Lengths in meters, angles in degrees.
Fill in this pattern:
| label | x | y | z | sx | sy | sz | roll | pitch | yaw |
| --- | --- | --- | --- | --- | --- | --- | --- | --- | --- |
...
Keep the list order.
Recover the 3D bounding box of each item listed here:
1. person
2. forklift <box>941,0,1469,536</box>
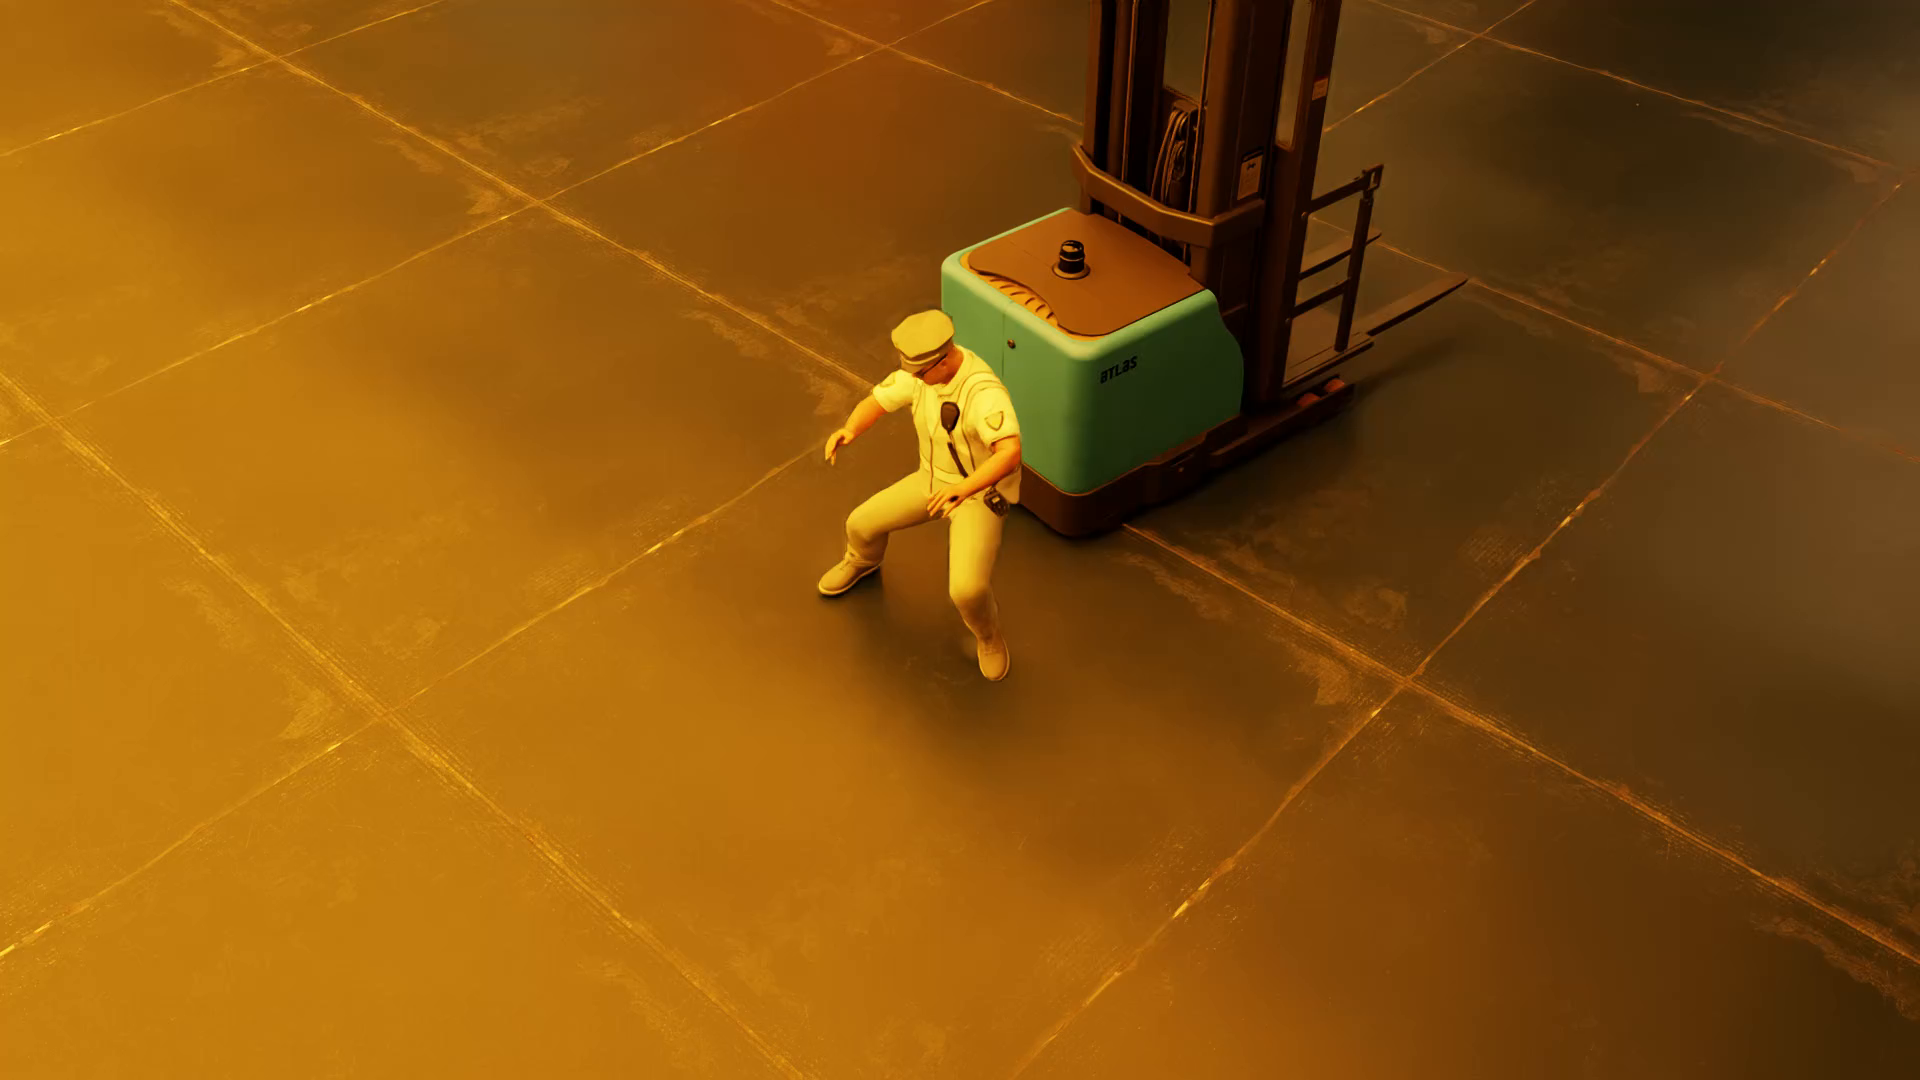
| label | x | y | z | sx | sy | sz | roll | pitch | yaw |
| --- | --- | --- | --- | --- | --- | --- | --- | --- | --- |
| person | -0.147 | -0.199 | 6.775 | 0.785 | 1.523 | 1.013 | -26 | 47 | -27 |
| forklift | 1.367 | -1.926 | 7.673 | 3.031 | 2.935 | 1.130 | -27 | 48 | -28 |
